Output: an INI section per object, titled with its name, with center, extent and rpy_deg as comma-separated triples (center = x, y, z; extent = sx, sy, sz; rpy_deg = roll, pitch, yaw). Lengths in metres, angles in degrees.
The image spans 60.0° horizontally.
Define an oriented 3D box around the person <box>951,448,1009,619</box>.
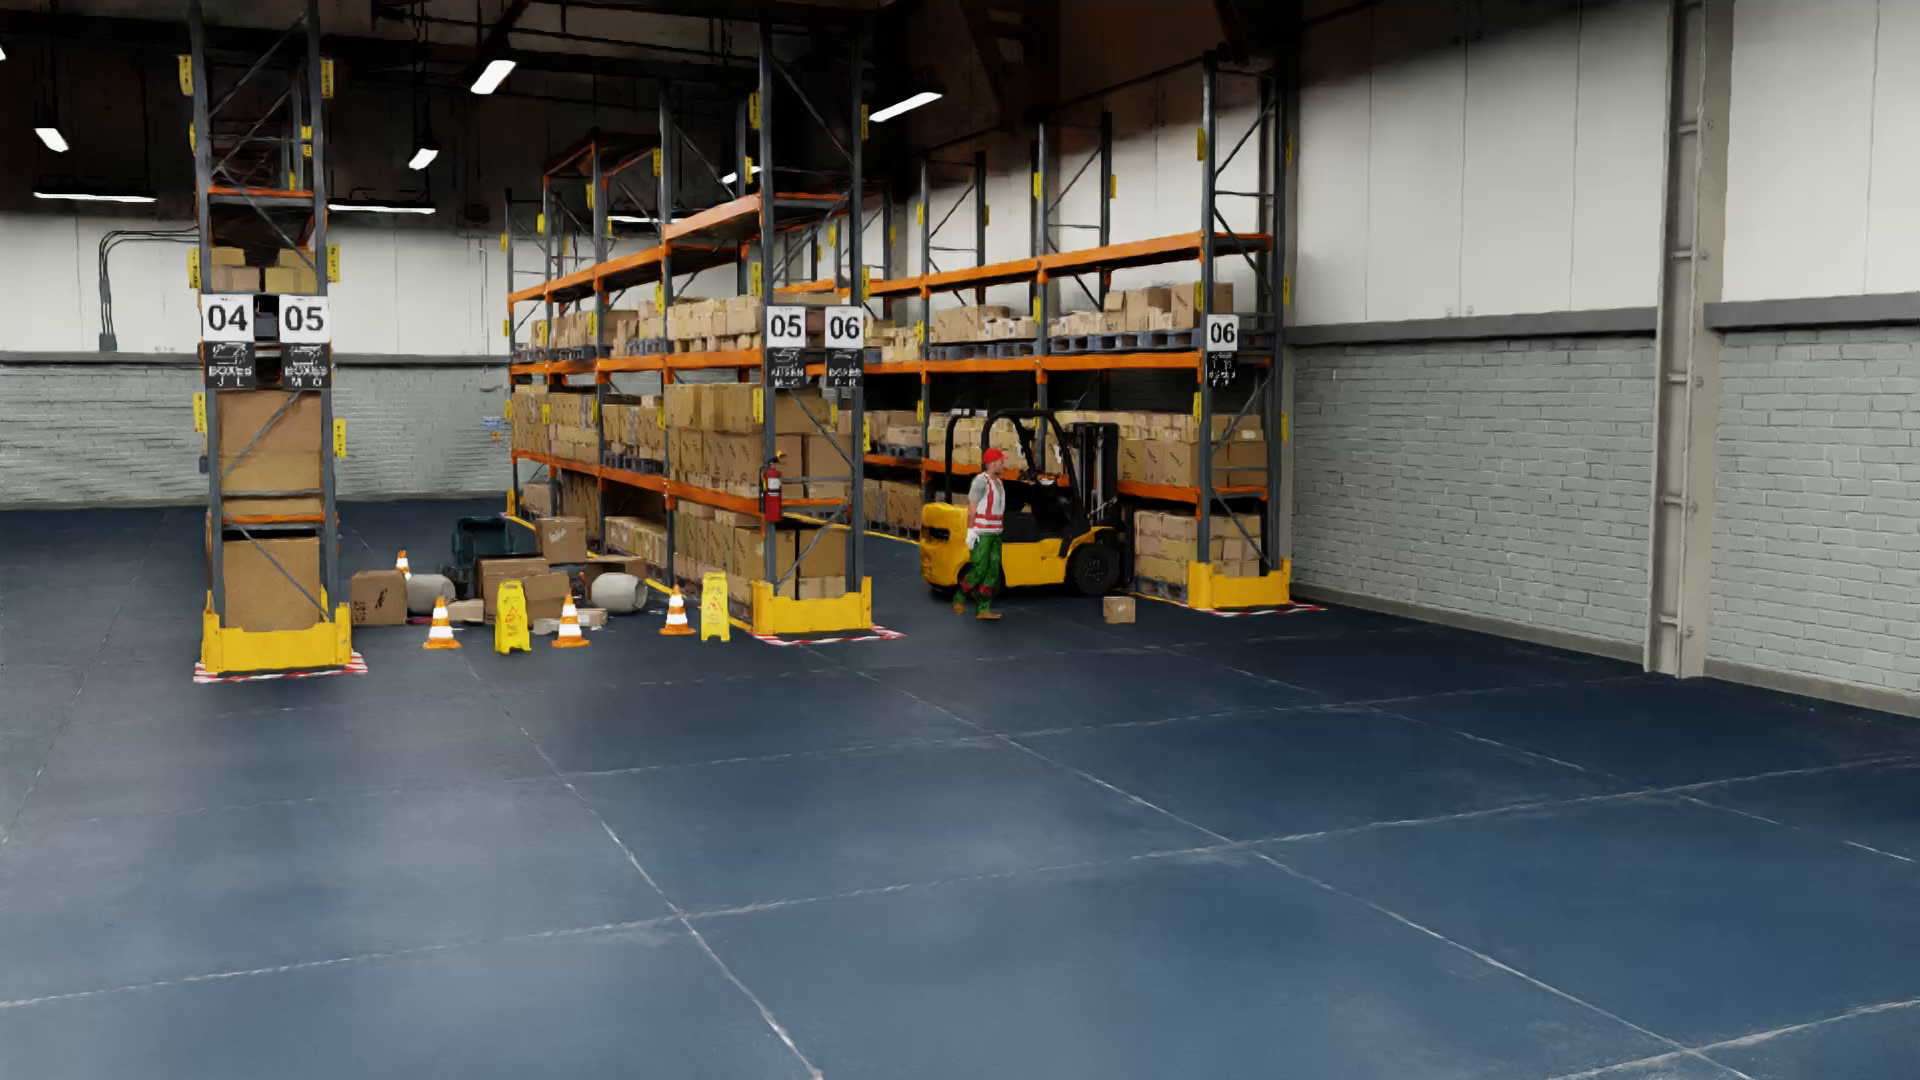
[person]
center = 0.211, -0.067, 17.295
extent = 0.566, 1.780, 0.590
rpy_deg = 3, 6, 33
